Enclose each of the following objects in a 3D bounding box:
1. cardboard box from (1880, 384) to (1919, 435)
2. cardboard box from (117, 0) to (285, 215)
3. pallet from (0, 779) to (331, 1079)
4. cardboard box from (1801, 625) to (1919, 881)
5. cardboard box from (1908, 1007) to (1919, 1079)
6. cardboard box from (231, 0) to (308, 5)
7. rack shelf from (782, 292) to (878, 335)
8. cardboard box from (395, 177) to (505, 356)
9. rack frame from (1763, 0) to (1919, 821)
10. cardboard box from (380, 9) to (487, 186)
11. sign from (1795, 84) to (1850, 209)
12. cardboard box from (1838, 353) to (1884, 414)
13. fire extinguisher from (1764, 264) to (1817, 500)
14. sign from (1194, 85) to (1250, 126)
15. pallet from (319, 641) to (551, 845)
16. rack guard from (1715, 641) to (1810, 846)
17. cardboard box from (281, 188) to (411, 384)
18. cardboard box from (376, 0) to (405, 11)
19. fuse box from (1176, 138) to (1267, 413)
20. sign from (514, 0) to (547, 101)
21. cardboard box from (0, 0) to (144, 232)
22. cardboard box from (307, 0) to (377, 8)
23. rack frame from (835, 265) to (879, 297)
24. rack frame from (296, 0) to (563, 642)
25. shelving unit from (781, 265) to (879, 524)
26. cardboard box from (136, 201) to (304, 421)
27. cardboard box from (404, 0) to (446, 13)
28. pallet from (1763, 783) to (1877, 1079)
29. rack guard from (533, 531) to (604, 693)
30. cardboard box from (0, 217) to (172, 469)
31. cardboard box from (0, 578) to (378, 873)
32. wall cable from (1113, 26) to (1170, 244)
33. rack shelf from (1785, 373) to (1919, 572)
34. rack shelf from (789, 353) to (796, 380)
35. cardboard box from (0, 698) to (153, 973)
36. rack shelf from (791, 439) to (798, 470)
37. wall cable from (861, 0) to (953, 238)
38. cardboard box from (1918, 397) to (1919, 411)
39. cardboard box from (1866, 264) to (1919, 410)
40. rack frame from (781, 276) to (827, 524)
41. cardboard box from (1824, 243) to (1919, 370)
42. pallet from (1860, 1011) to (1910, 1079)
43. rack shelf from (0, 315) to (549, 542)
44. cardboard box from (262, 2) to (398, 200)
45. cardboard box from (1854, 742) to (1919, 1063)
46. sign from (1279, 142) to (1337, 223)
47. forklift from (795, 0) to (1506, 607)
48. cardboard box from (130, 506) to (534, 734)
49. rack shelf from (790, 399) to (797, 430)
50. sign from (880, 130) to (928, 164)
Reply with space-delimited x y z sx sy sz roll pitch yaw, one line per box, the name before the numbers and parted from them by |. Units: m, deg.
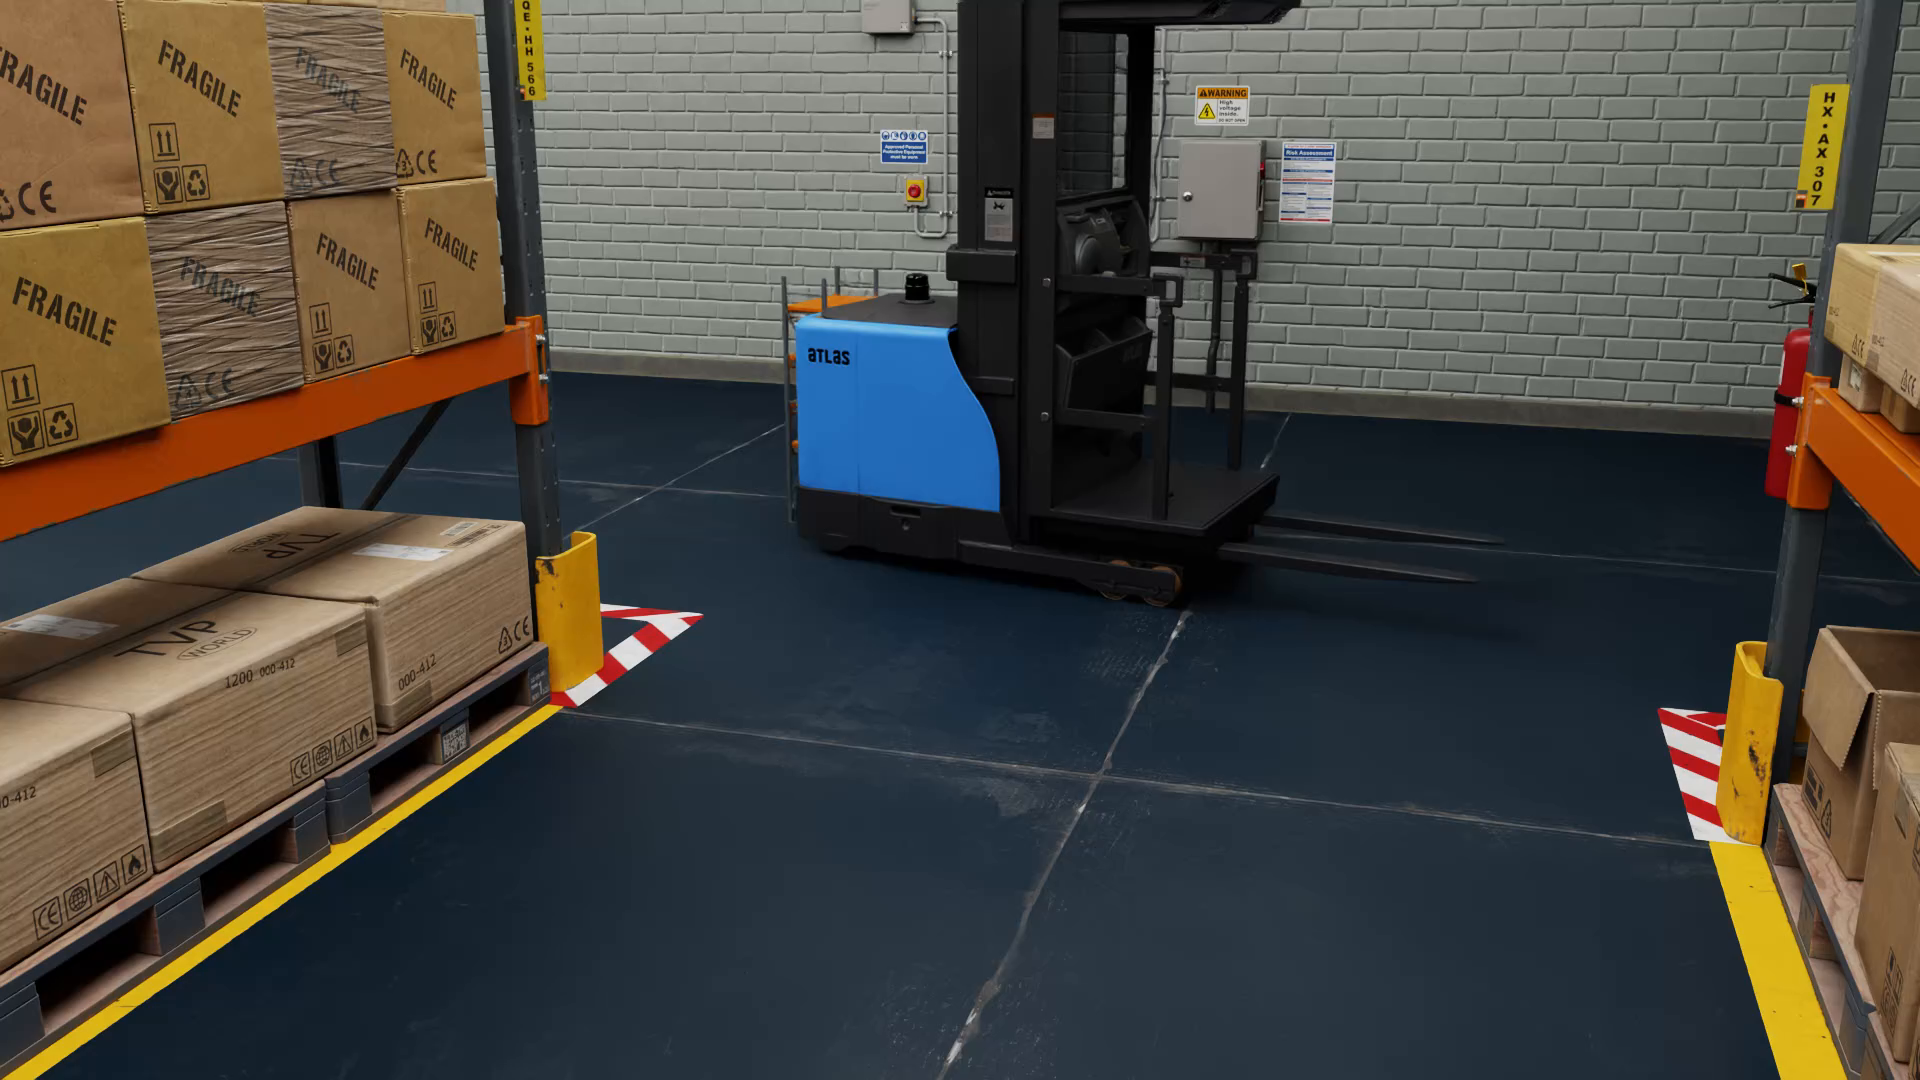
cardboard box | 2.453 -0.340 3.991 0.380 0.149 0.250 5 17 17
cardboard box | -2.096 -1.096 4.180 0.500 0.500 0.500 5 16 16
pallet | -2.424 0.896 4.285 1.003 0.211 1.213 5 16 16
cardboard box | 2.572 0.556 4.177 0.797 0.503 0.637 4 16 14
cardboard box | 2.046 0.909 2.939 0.500 0.500 0.500 5 17 17
cardboard box | -1.986 -1.506 4.438 0.380 0.149 0.250 5 17 17
rack shelf | -0.619 -1.085 8.016 0.258 0.148 0.480 8 18 26
cardboard box | -1.806 -0.881 5.254 0.500 0.500 0.500 5 17 16
rack frame | 2.837 -0.595 4.432 1.000 3.000 0.127 5 16 16
cardboard box | -1.832 -1.364 5.125 0.500 0.500 0.500 5 17 18
sign | 2.317 -1.054 4.462 0.100 0.325 0.005 5 16 16
cardboard box | 2.481 -0.410 4.238 0.380 0.149 0.250 4 16 15
fire extinguisher | 2.436 -0.453 4.755 0.296 0.674 0.183 5 16 16
sign | 1.635 -2.711 10.377 0.339 0.242 0.001 5 16 16
pallet | -2.075 0.577 5.407 1.003 0.211 1.213 5 16 16
rack guard | 2.816 0.627 4.703 1.175 0.500 0.348 5 16 16
cardboard box | -1.963 -0.751 4.796 0.500 0.500 0.500 4 16 15
cardboard box | -1.882 -1.643 4.920 0.380 0.149 0.250 5 17 17
fuse box | 1.630 -1.636 10.460 0.539 1.711 0.414 5 16 16
sign | -1.407 -1.605 5.434 0.100 0.325 0.005 5 16 16
cardboard box | -2.240 -0.964 3.717 0.500 0.500 0.500 5 16 15
cardboard box | -1.875 -1.569 4.659 0.380 0.149 0.250 4 16 15
rack frame | -0.509 -0.767 8.333 0.240 1.200 0.015 8 18 26
rack frame | -1.923 -0.979 5.785 1.000 3.000 0.127 5 16 16
shelving unit | -0.618 -0.707 8.123 0.258 1.200 0.503 8 18 26
cardboard box | -2.100 -0.615 4.318 0.500 0.500 0.500 5 17 17
cardboard box | -1.833 -1.711 5.161 0.380 0.149 0.250 5 17 17
pallet | 2.590 0.975 4.007 1.003 0.211 1.213 5 16 16
rack guard | -1.916 0.217 6.149 1.175 0.500 0.348 5 16 16
cardboard box | -2.234 -0.479 3.839 0.500 0.500 0.500 5 17 18
cardboard box | -2.267 0.472 4.595 0.875 0.438 0.875 5 17 17
wall cable | 1.020 -2.838 10.477 0.588 1.984 0.122 5 16 16
rack shelf | 2.269 0.274 2.685 1.077 0.370 4.000 5 16 16
rack shelf | -0.618 -0.857 8.080 0.258 0.148 0.480 8 18 26
cardboard box | -2.525 0.707 3.764 0.875 0.438 0.875 4 16 14
rack shelf | -0.618 -0.451 8.195 0.258 0.148 0.480 8 18 26
wall cable | -0.343 -2.960 10.850 0.585 1.953 0.123 5 16 16
cardboard box | 2.166 -0.304 3.133 0.500 0.250 0.500 4 16 15
cardboard box | 2.307 -0.437 3.602 0.500 0.250 0.500 5 17 16
rack frame | -0.728 -0.647 7.913 0.240 1.200 0.015 8 18 26
cardboard box | 2.450 -0.569 4.067 0.500 0.250 0.500 5 17 16
pallet | 2.241 1.293 2.885 1.003 0.211 1.213 5 16 16
rack shelf | -2.491 -0.110 4.039 1.077 0.370 4.000 5 16 16
cardboard box | -1.952 -1.225 4.635 0.500 0.500 0.500 5 16 16
cardboard box | 2.292 0.778 3.399 0.700 0.500 0.500 5 17 18
sign | 2.162 -2.226 10.353 0.329 0.494 0.001 5 16 16
forklift | 0.802 -1.300 7.042 3.031 2.935 1.130 8 18 26
cardboard box | -2.015 0.232 5.442 0.875 0.438 0.875 4 16 14
rack shelf | -0.618 -0.642 8.141 0.258 0.148 0.480 8 18 26
sign | -0.372 -2.606 11.026 0.327 0.218 0.001 5 16 16
